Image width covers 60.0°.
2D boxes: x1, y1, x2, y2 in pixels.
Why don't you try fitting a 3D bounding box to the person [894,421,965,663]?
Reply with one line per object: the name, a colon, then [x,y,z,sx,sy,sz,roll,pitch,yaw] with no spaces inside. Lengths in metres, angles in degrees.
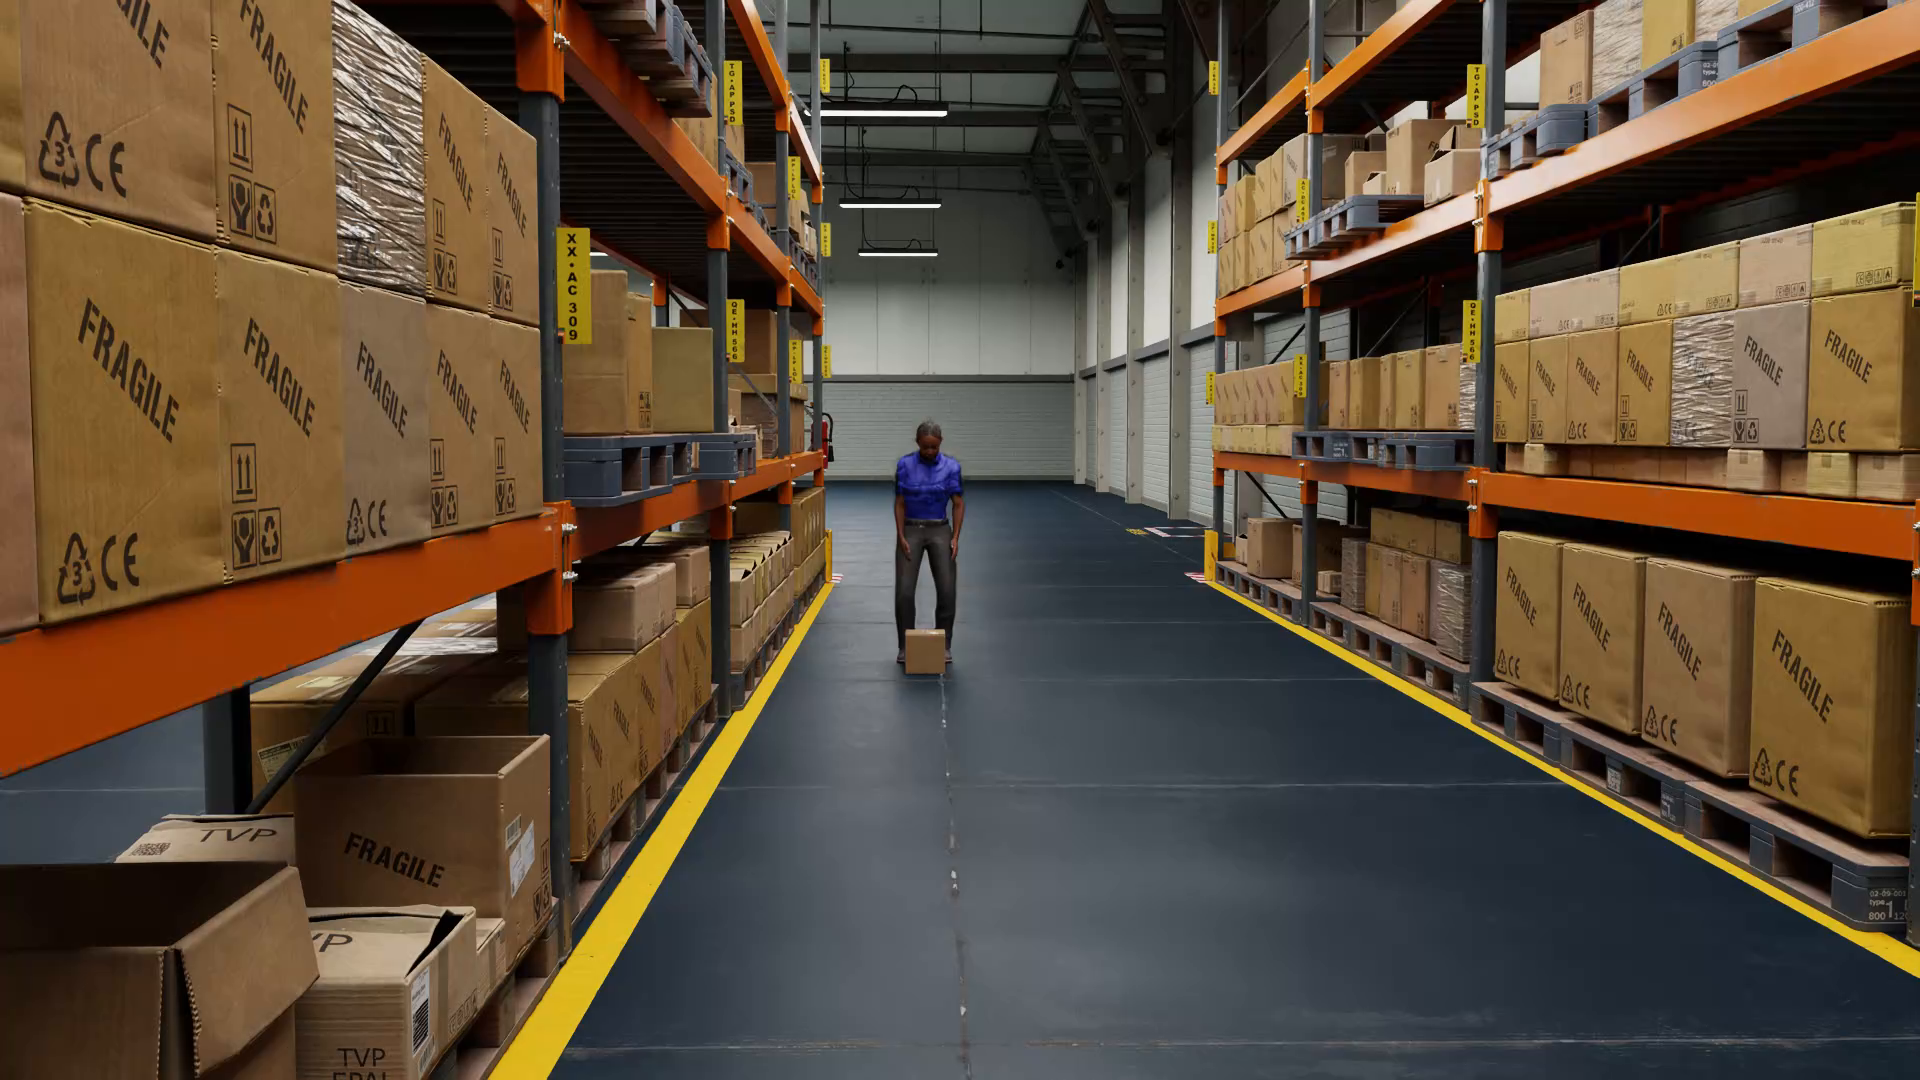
person: [-0.201,0.015,10.938,0.465,1.588,0.411,0,4,1]
